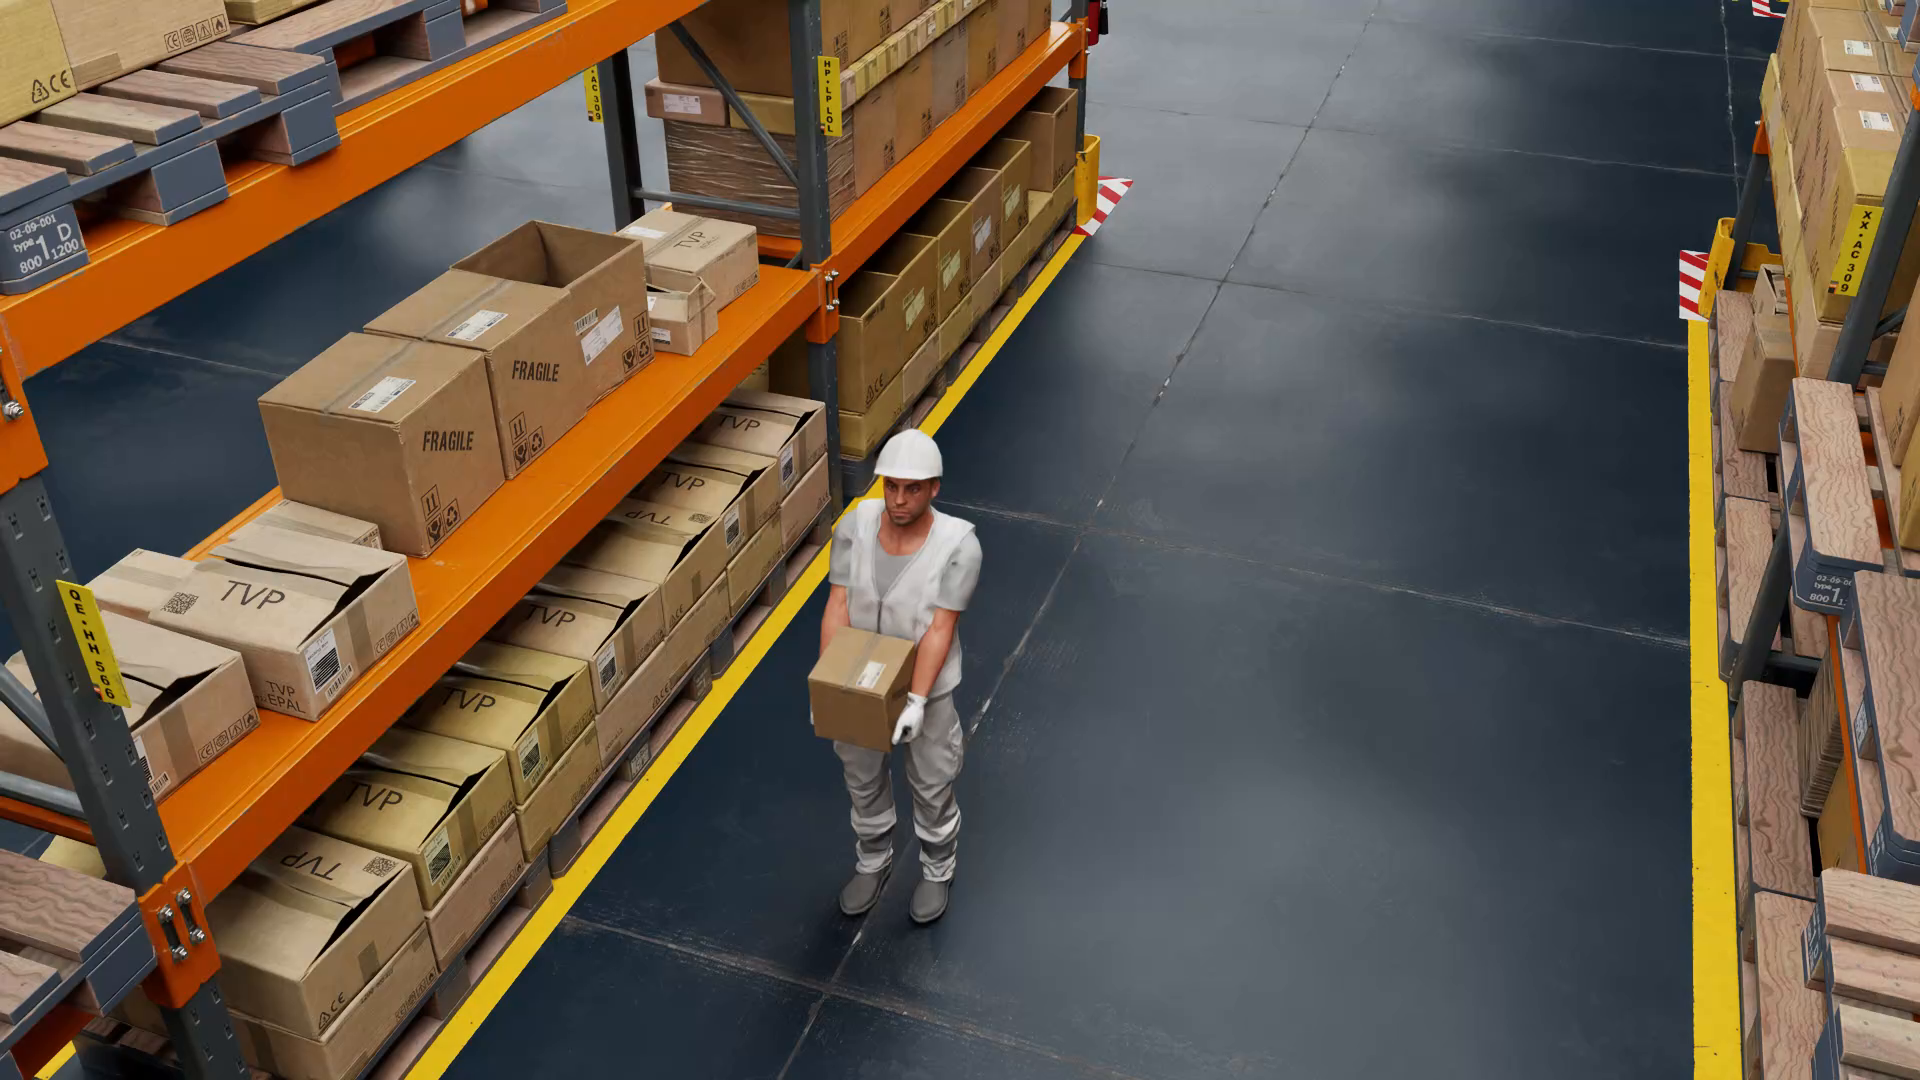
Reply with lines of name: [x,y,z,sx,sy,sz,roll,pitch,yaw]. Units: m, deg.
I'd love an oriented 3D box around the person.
person: [-0.216,0.510,5.337,0.493,1.782,0.561,11,35,17]
